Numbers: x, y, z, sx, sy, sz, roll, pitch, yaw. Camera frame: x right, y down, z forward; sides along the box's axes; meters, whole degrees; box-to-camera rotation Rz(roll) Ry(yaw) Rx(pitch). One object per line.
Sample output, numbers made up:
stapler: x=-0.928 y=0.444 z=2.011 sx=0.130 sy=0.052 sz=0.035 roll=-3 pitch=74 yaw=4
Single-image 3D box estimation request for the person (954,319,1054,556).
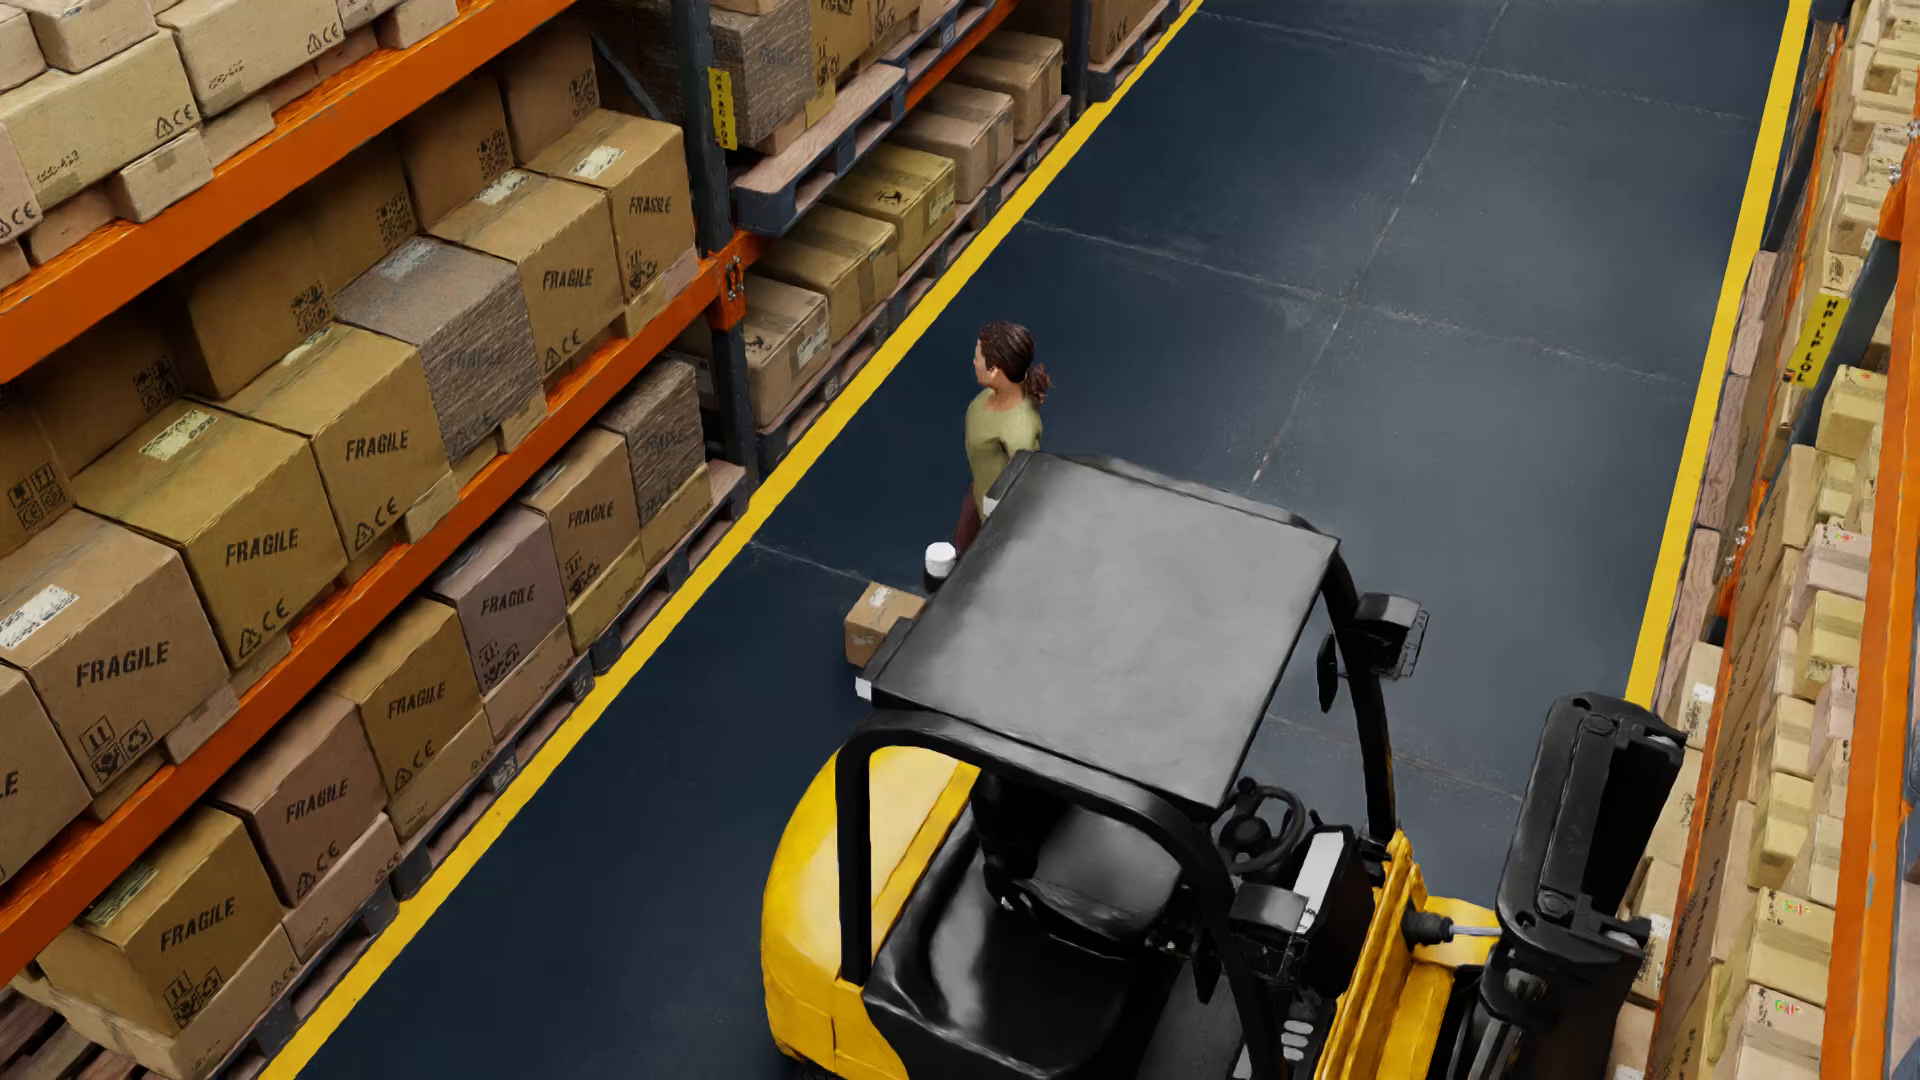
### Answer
person: x=0.180 y=-0.138 z=6.284 sx=0.378 sy=1.694 sz=0.562 roll=-5 pitch=42 yaw=-5
